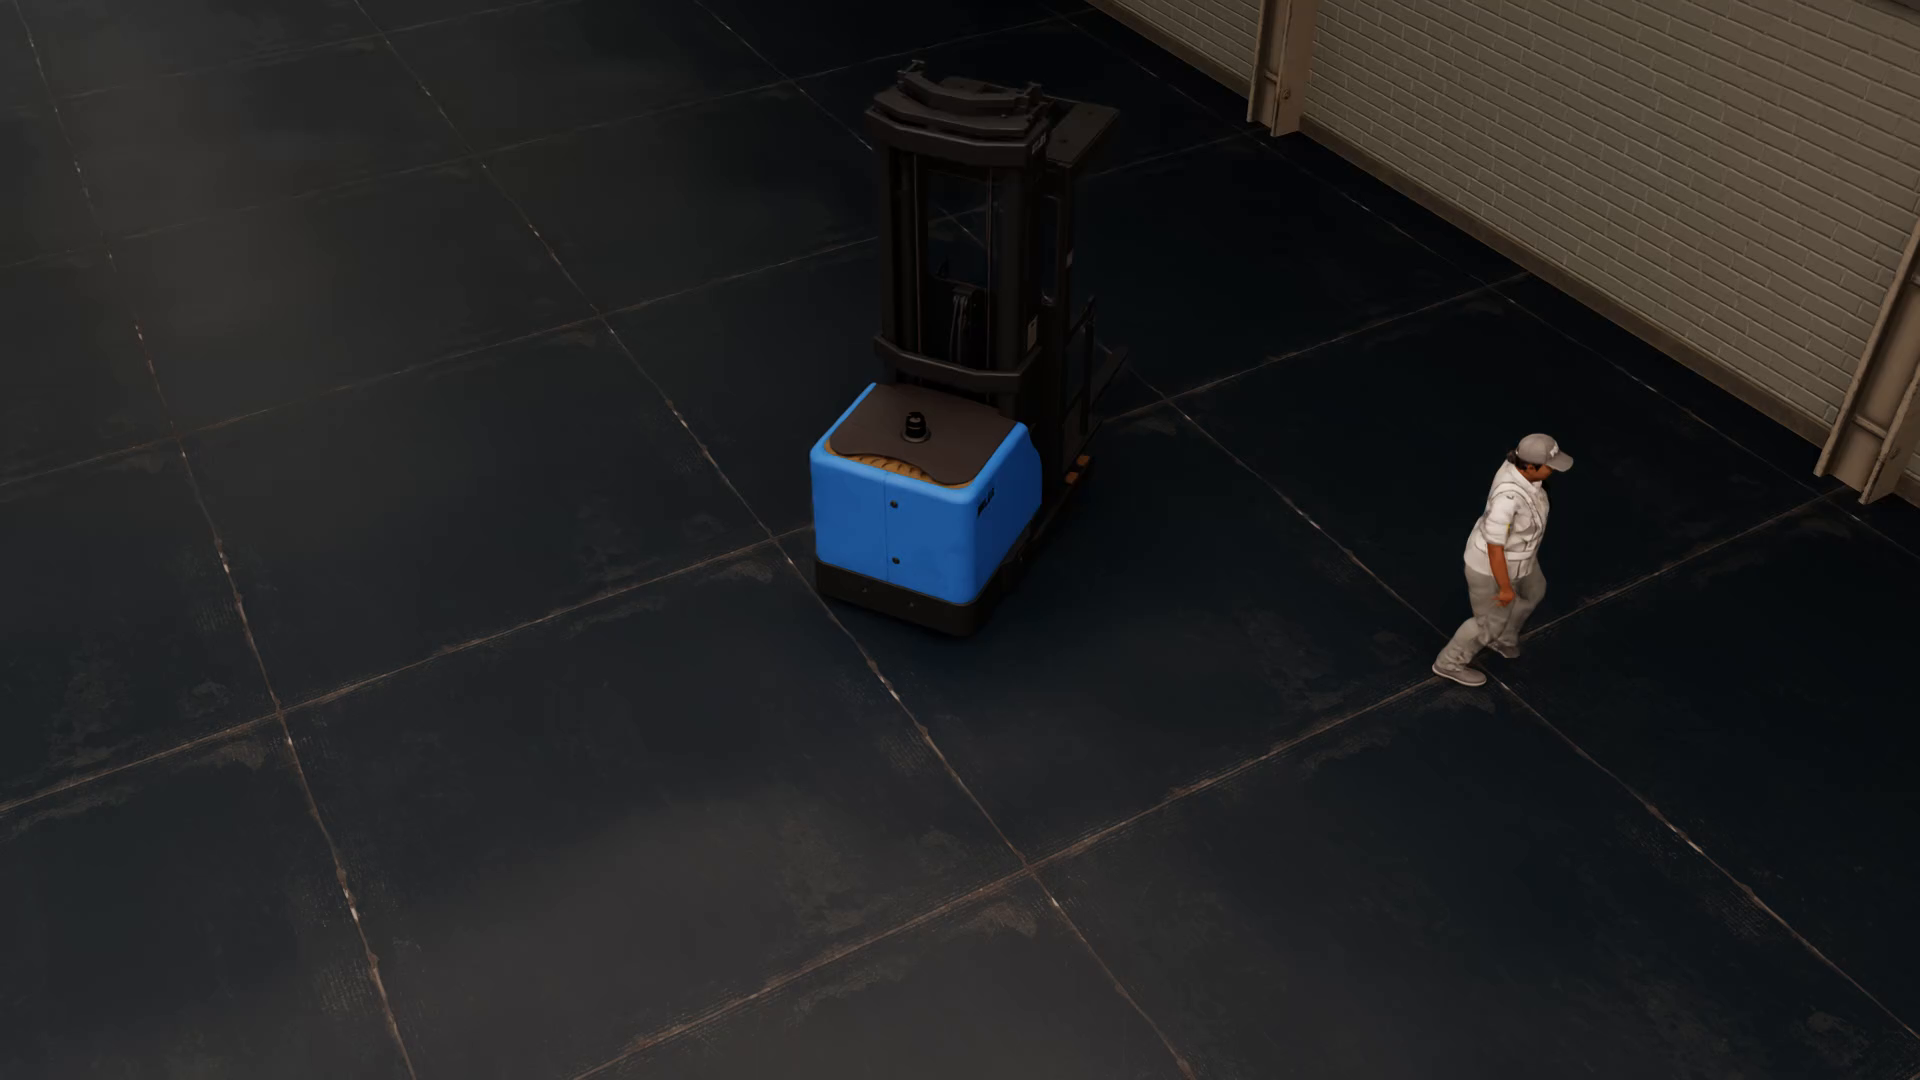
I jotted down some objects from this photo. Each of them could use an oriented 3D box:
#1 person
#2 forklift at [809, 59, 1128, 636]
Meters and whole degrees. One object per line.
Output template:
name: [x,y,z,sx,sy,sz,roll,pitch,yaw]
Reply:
person: [2.940,0.134,8.942,0.481,1.714,0.589,15,42,18]
forklift: [0.227,-1.513,9.860,1.130,2.935,3.031,17,43,19]
